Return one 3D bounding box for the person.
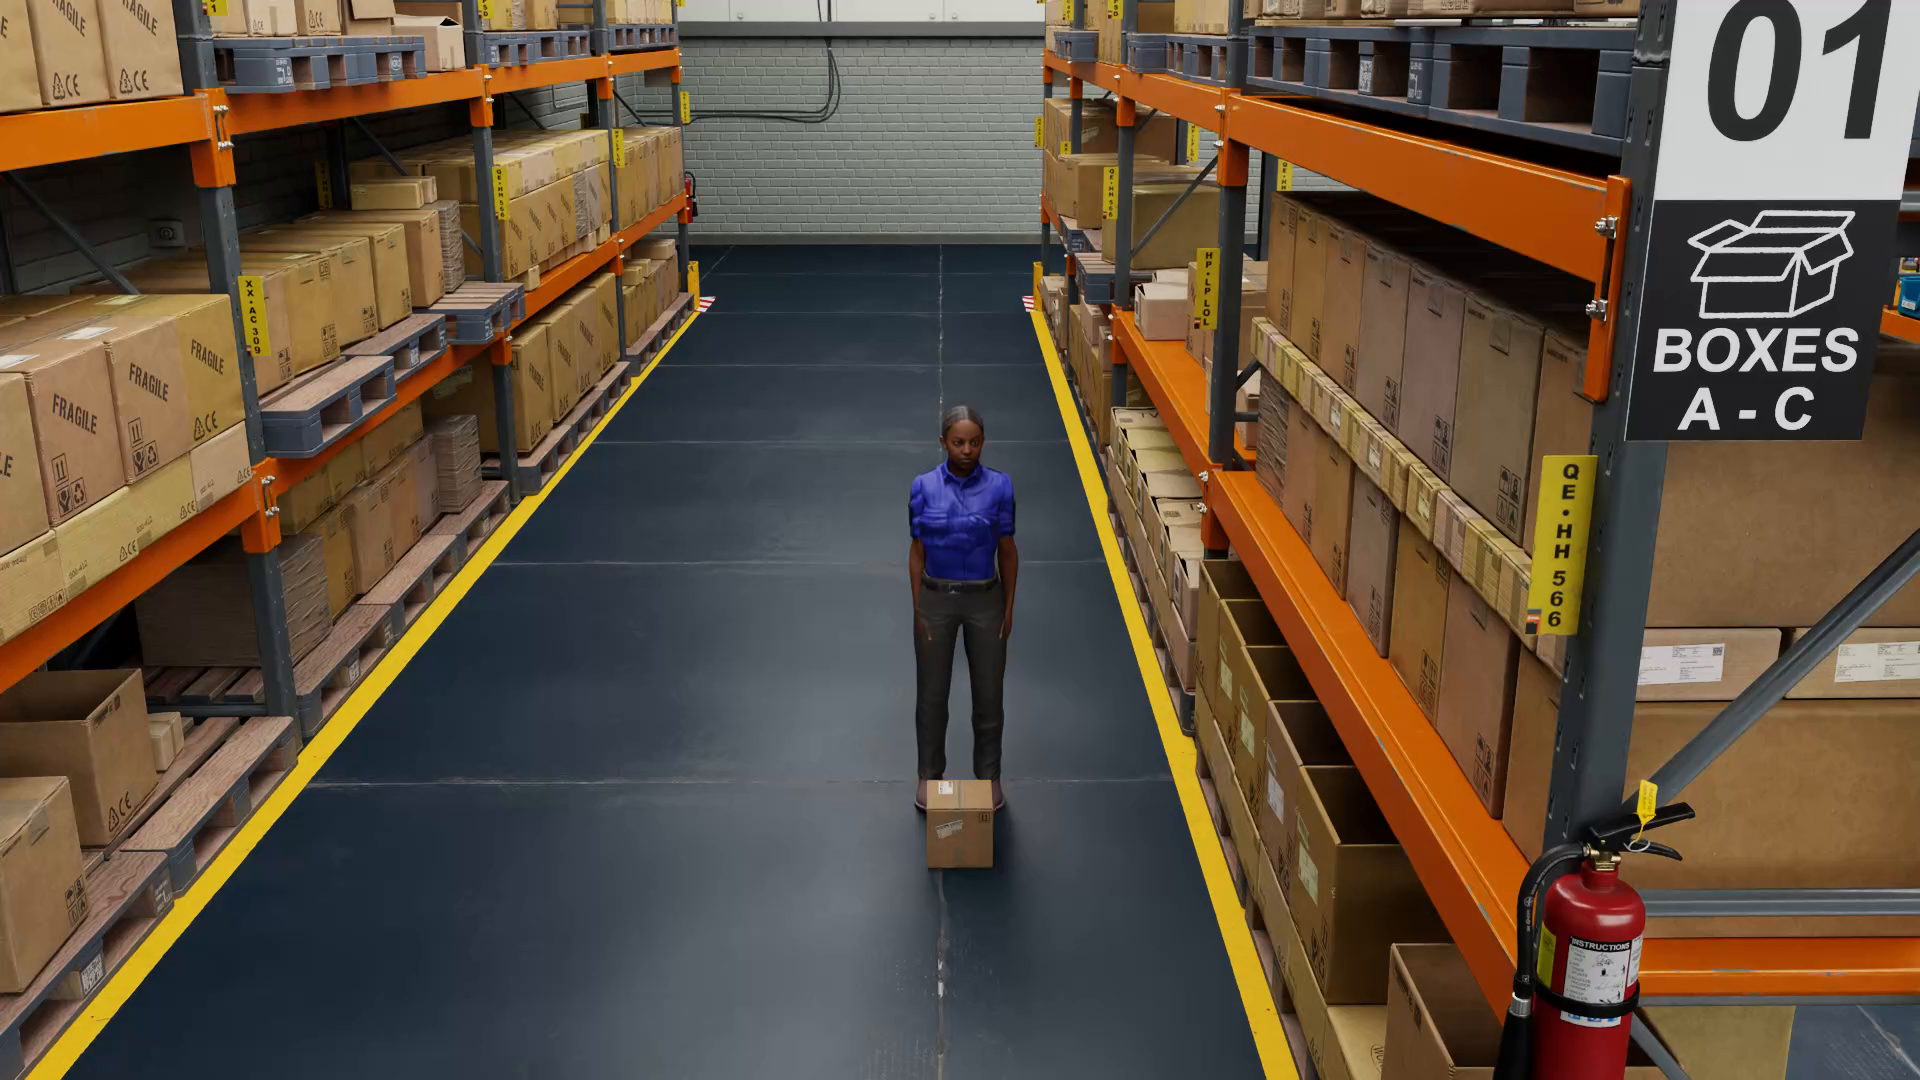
[{"bbox_3d":[0.013,0.279,6.659,0.436,1.657,0.316,0,17,1],"label":"person"}]
